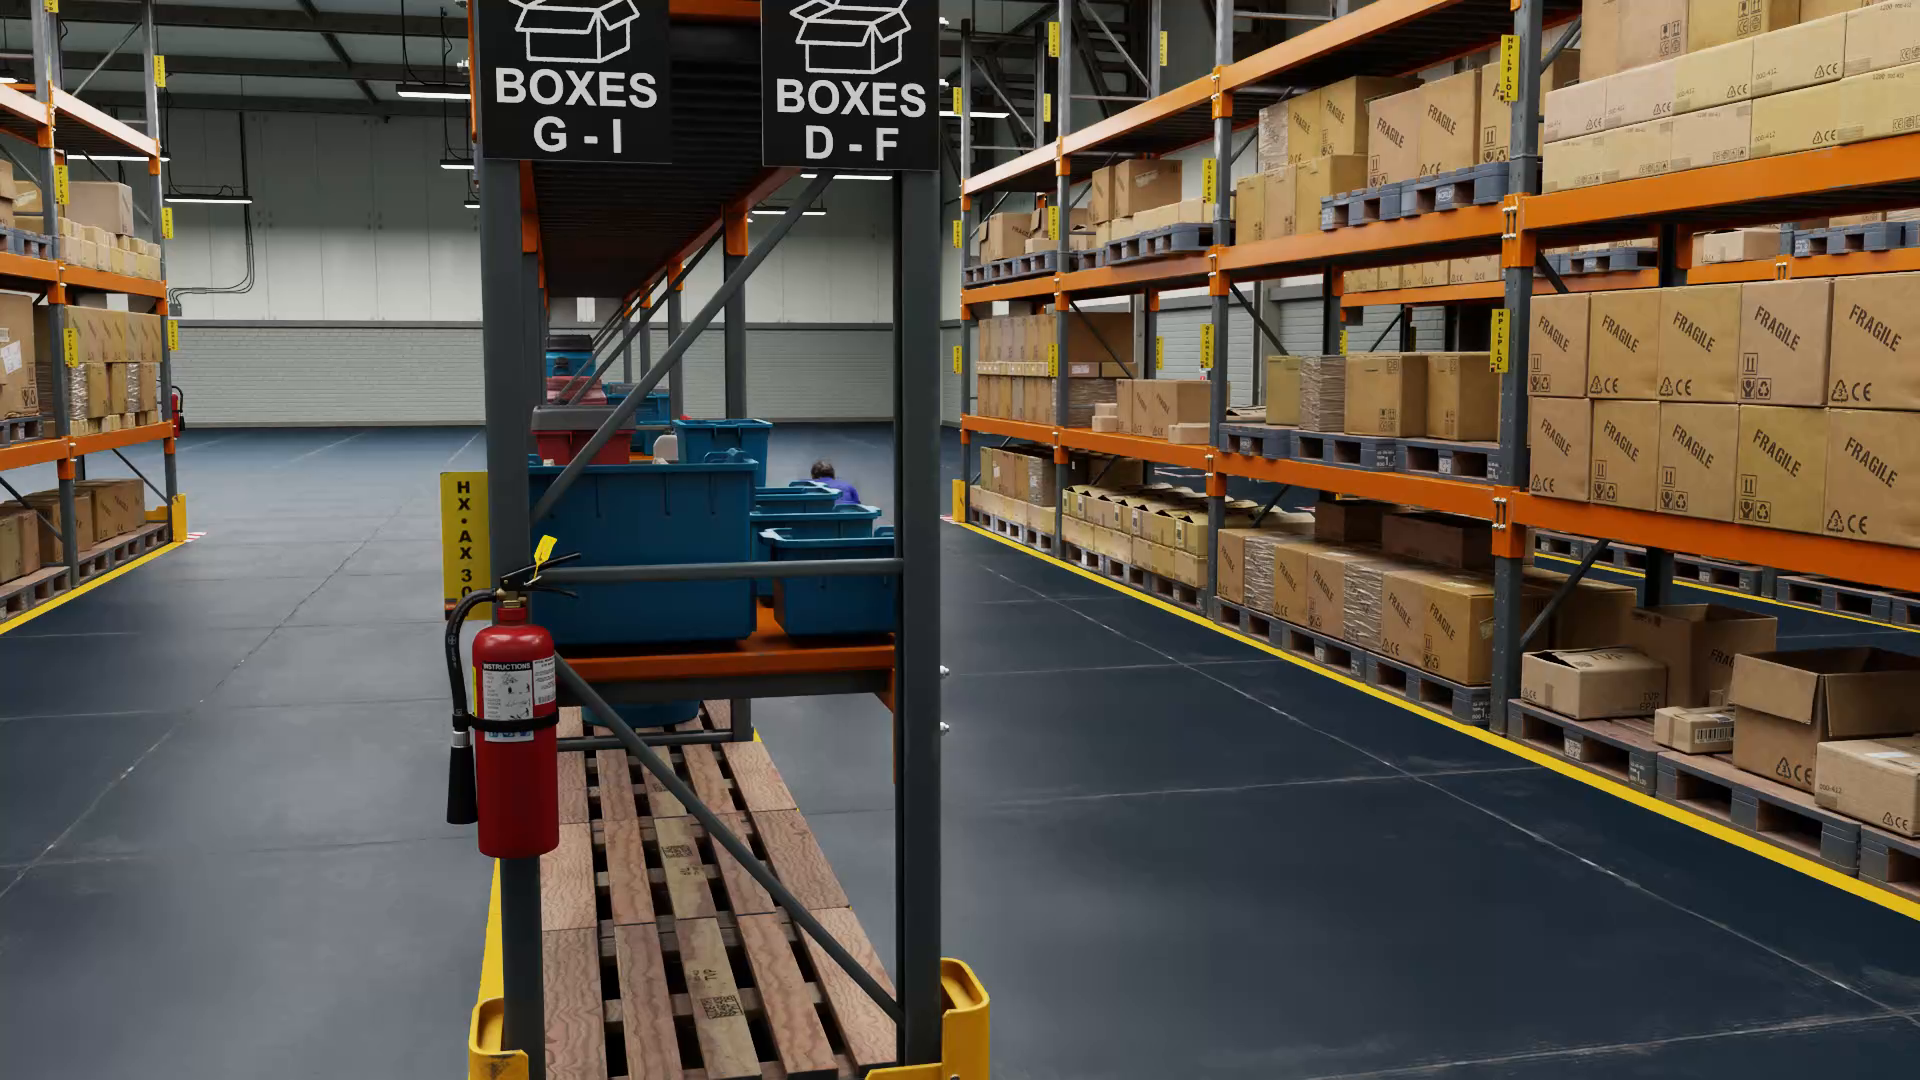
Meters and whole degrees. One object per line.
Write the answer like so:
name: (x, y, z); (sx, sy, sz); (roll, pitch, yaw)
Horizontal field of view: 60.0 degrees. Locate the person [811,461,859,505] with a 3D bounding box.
person: (-0.905, 0.100, 11.569); (0.499, 1.280, 0.682); (-2, 6, -14)
